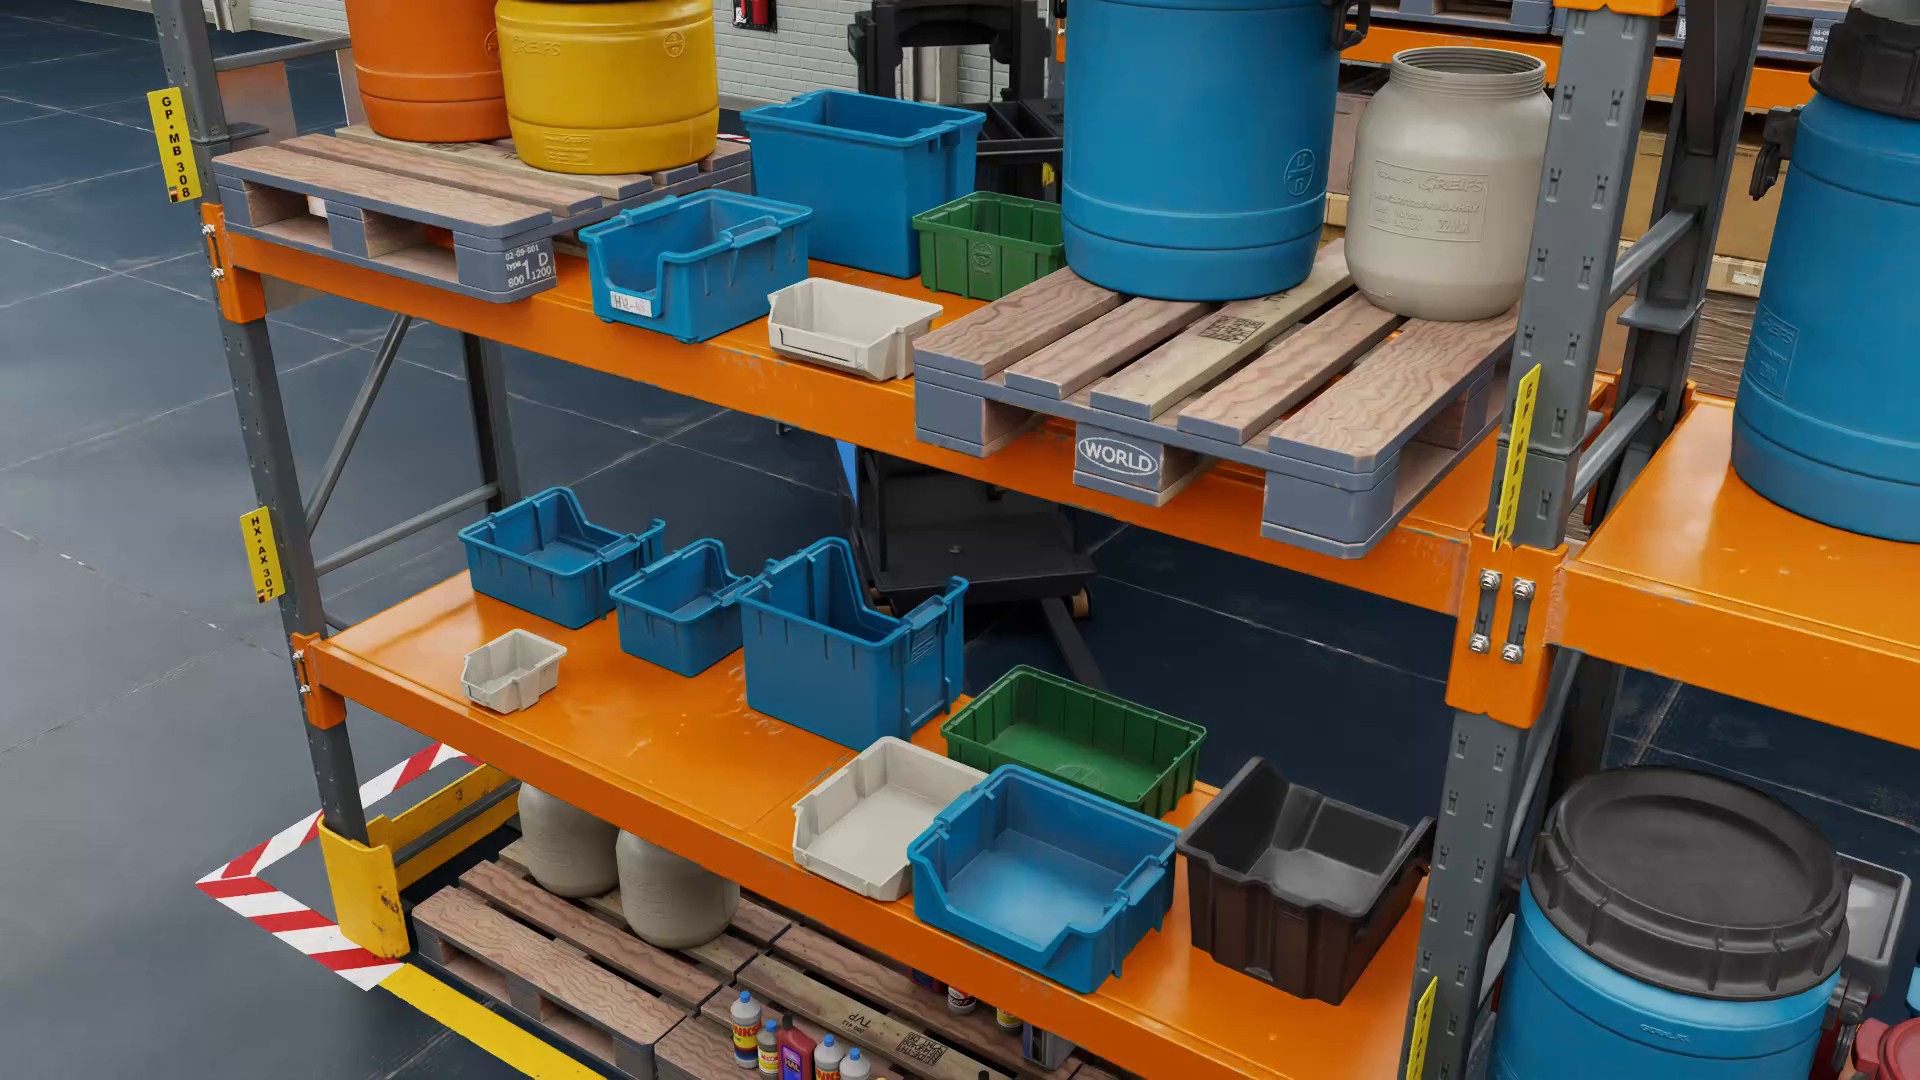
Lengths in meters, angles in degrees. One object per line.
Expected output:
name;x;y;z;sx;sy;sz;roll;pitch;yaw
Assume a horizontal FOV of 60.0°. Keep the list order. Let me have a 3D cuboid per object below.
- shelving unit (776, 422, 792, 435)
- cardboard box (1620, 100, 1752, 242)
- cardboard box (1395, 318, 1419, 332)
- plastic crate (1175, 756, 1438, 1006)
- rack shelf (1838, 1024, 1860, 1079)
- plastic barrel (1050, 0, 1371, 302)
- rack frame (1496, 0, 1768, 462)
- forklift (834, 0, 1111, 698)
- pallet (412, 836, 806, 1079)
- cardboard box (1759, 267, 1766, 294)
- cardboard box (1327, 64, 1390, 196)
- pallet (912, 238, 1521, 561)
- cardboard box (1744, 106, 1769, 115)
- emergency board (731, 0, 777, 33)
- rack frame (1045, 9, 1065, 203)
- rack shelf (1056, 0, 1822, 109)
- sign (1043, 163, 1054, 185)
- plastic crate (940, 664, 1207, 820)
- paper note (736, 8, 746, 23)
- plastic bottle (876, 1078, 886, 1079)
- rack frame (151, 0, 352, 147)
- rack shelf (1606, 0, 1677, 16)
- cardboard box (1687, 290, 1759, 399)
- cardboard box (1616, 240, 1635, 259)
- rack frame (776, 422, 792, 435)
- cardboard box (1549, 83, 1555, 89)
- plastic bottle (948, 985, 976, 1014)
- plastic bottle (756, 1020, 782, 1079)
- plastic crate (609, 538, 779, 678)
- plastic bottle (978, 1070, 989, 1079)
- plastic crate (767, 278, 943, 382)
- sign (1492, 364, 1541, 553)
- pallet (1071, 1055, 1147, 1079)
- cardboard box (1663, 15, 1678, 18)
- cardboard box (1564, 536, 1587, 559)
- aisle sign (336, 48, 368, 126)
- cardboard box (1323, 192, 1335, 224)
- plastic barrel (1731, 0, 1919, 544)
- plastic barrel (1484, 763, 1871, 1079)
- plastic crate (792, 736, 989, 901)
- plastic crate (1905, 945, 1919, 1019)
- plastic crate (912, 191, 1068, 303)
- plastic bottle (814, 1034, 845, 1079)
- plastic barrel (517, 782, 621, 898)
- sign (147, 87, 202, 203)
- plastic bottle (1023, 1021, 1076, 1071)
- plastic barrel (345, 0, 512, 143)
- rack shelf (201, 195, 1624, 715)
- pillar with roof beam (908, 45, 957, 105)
shelving unit;-0.611;-1.273;10.098;1.048;1.500;0.538;22;34;36
cardboard box;3.312;-1.717;7.776;0.500;0.500;0.700;17;32;30
cardboard box;2.457;-1.404;8.591;0.500;0.500;0.700;18;32;32
plastic crate;0.932;0.843;4.355;0.504;0.338;0.767;17;32;30
rack shelf;2.940;1.832;3.137;4.000;0.370;1.077;17;32;30
plastic barrel;0.532;-1.046;3.674;0.708;0.901;0.600;17;32;30
rack frame;1.292;-1.676;2.622;0.127;3.000;1.000;17;32;30
forklift;0.055;-1.000;7.983;1.130;2.935;3.031;-5;27;-10
pallet;-1.250;1.426;6.216;1.213;0.211;1.003;17;32;30
cardboard box;3.754;-1.177;7.430;0.250;0.149;0.380;17;32;30
cardboard box;2.076;-2.103;8.534;0.500;0.500;0.700;17;32;31
pallet;0.641;-0.404;3.638;1.003;0.211;1.213;17;32;30
cardboard box;5.512;-3.248;11.641;0.500;0.500;0.500;16;31;29
emergency board;-2.291;-6.067;17.864;0.643;1.169;0.194;17;32;30
rack frame;0.802;-1.881;9.638;0.127;3.000;1.000;17;32;30
rack shelf;2.450;-2.383;8.112;4.000;0.370;1.077;17;32;30
sign;0.483;-2.096;9.019;0.005;0.325;0.100;17;32;30
plastic crate;0.332;0.638;4.923;0.662;0.188;0.450;17;32;30
paper note;-2.398;-5.745;18.204;0.142;0.148;0.016;17;32;30
plastic bottle;-0.241;1.743;5.119;0.097;0.201;0.097;0;27;0
rack frame;-2.006;-2.703;4.641;0.127;3.000;1.000;17;32;30
rack shelf;2.940;-0.664;1.867;4.000;0.370;1.077;17;32;30
cardboard box;3.730;-1.010;7.816;0.500;0.500;0.700;16;31;29
cardboard box;3.117;-1.374;7.818;0.250;0.149;0.380;17;32;30
rack frame;-0.994;-1.424;10.395;0.032;1.500;0.500;22;34;36
cardboard box;4.651;-3.509;12.155;0.500;0.500;0.500;16;31;29
plastic bottle;0.008;1.491;5.613;0.097;0.201;0.097;0;27;0
plastic bottle;-0.602;1.630;5.340;0.097;0.201;0.097;0;27;0
plastic crate;-0.892;0.222;5.670;0.408;0.251;0.499;17;32;30
plastic bottle;0.101;1.739;5.036;0.133;0.283;0.061;17;32;30
plastic crate;-0.260;-0.483;3.875;0.396;0.136;0.243;17;32;30
sign;0.971;-0.141;2.902;0.005;0.325;0.100;17;32;30
pallet;0.762;2.052;4.985;1.213;0.211;1.003;17;32;30
cardboard box;5.365;-3.575;12.284;0.500;0.500;0.500;18;32;31
cardboard box;3.186;0.015;8.481;0.500;0.250;0.500;17;32;30
aisle sign;-1.897;-1.318;5.666;0.004;0.787;0.394;17;32;30
cardboard box;1.855;-1.768;8.592;0.250;0.149;0.380;16;31;29
plastic barrel;1.834;-0.513;3.092;0.708;0.901;0.600;17;32;30
plastic barrel;1.438;0.987;3.452;0.708;0.901;0.600;17;32;30
plastic crate;-0.190;0.793;4.676;0.437;0.136;0.530;17;32;30
plastic crate;2.377;1.172;3.658;0.575;0.384;0.392;17;32;30
plastic crate;0.145;-0.752;4.347;0.450;0.188;0.336;17;32;30
plastic bottle;-0.405;1.660;5.203;0.097;0.271;0.097;0;27;0
plastic barrel;-1.420;1.032;6.194;0.421;0.512;0.421;0;27;0
sign;-2.321;-1.166;4.917;0.005;0.325;0.100;17;32;30
plastic bottle;0.292;1.557;5.401;0.135;0.276;0.152;17;32;30
plastic barrel;-1.533;-1.668;4.976;0.708;0.830;0.600;17;32;30
rack shelf;-0.357;-0.532;4.475;4.000;0.370;1.077;17;32;30
pillar with roof beam;-2.713;-6.482;12.066;0.400;9.000;9.100;17;32;30
